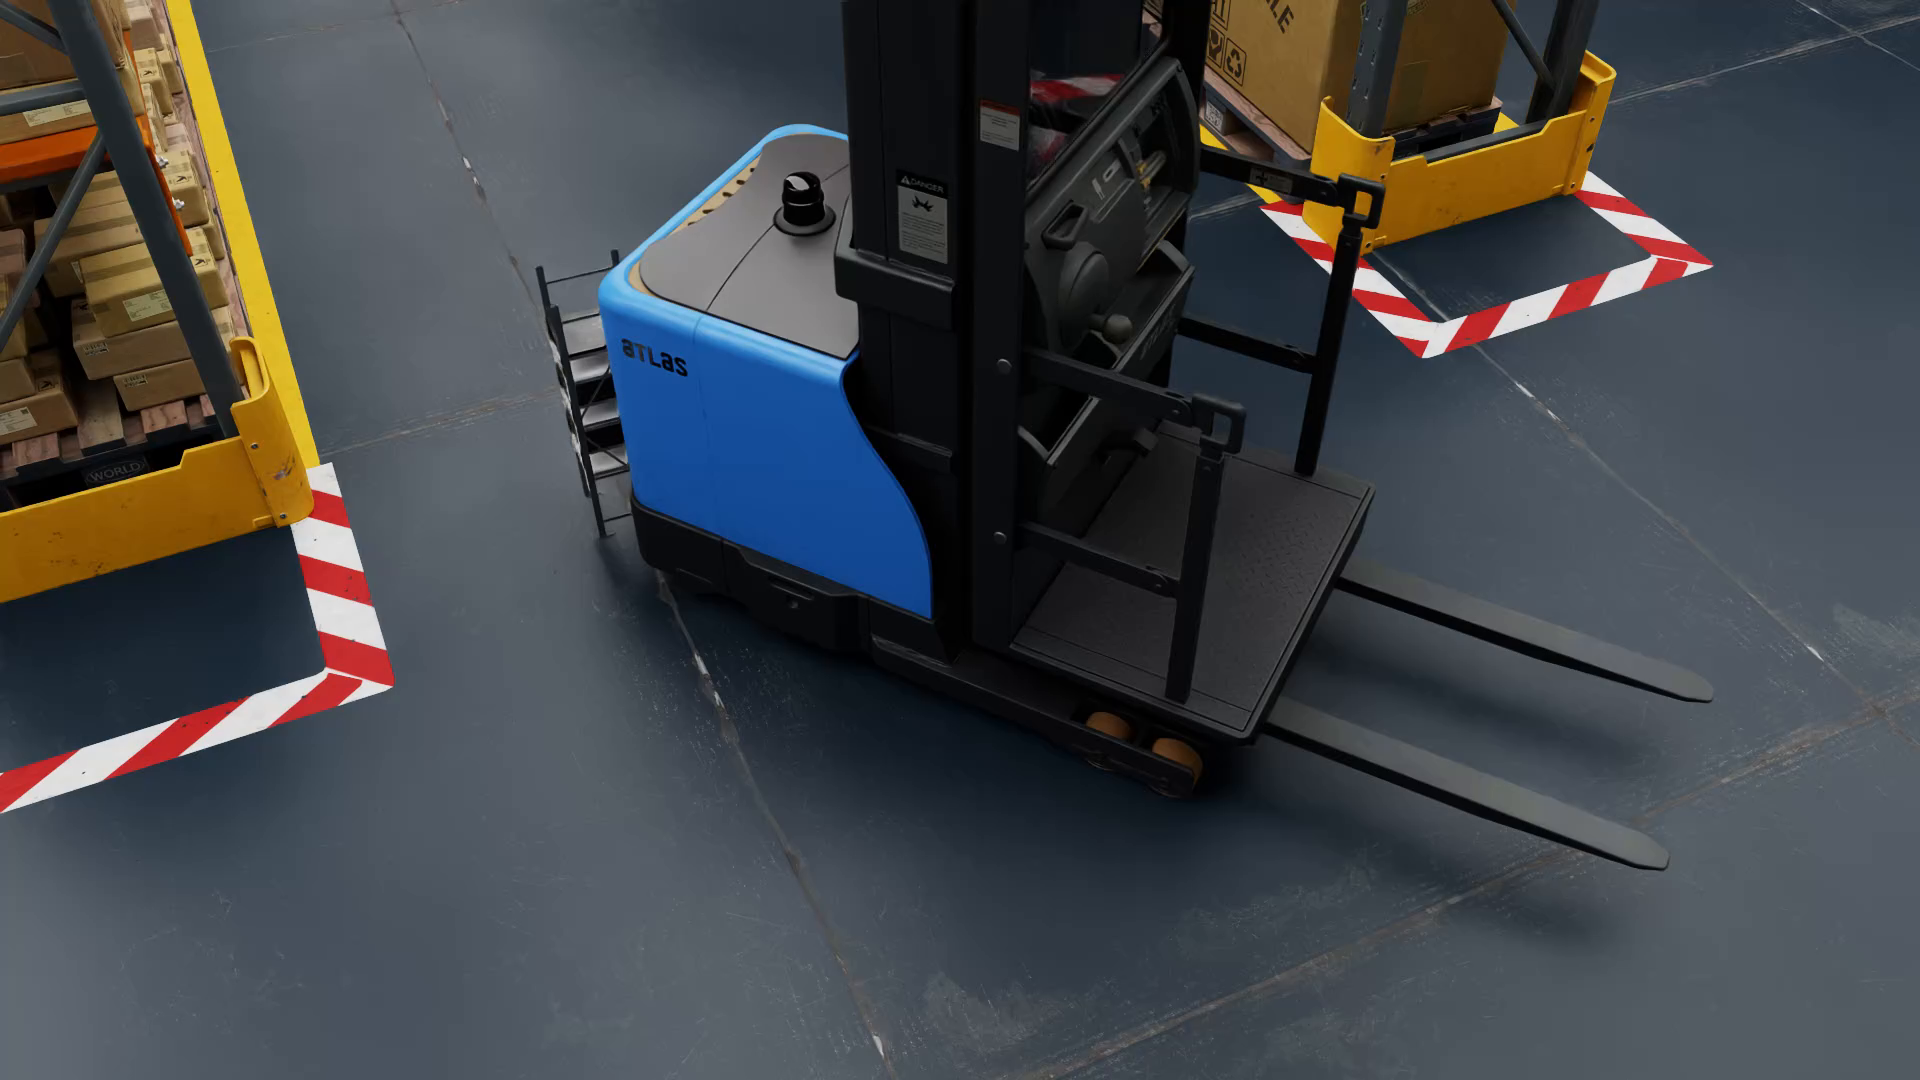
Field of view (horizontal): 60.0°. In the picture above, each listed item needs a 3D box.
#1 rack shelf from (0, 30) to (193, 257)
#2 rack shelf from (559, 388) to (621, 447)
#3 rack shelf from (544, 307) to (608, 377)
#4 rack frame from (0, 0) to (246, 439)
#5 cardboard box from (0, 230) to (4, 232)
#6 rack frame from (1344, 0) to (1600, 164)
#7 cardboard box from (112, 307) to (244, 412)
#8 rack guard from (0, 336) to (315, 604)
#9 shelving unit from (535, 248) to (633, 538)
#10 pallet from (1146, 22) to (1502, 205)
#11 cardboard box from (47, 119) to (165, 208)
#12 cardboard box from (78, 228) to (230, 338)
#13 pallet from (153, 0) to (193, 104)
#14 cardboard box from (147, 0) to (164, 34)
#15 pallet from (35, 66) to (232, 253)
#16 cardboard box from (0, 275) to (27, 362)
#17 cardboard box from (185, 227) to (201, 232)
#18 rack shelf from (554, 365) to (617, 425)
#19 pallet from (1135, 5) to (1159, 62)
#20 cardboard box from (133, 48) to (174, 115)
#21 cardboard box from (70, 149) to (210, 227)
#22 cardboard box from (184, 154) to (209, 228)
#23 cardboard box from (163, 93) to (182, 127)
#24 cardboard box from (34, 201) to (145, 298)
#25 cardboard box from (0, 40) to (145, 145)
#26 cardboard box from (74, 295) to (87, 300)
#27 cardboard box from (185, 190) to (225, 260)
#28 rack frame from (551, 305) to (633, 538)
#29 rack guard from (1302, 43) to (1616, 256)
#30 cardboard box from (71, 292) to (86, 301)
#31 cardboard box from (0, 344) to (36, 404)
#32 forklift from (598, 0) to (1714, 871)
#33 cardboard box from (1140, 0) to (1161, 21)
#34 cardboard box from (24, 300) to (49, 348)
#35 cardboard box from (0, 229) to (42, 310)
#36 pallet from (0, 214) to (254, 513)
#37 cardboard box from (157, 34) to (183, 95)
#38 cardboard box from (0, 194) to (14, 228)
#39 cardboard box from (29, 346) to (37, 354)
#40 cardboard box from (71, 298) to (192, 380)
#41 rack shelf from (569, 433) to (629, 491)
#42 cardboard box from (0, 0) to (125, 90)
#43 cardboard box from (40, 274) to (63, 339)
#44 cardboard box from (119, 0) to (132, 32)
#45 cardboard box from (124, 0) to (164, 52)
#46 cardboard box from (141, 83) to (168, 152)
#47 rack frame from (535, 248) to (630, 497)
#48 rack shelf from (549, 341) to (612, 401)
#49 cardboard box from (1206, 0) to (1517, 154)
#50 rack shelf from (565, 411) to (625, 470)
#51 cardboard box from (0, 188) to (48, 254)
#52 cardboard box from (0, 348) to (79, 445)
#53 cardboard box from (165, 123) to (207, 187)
[{"bbox_3d":[-3.470,-2.050,5.704,1.077,0.370,4.000,-18,47,-17],"label":"rack shelf"},{"bbox_3d":[-1.066,-0.403,5.065,0.258,0.077,0.200,-16,47,-16],"label":"rack shelf"},{"bbox_3d":[-1.066,-0.595,4.875,0.258,0.077,0.200,-16,47,-16],"label":"rack shelf"},{"bbox_3d":[-2.629,-1.032,4.160,1.000,3.000,0.127,-18,47,-17],"label":"rack frame"},{"bbox_3d":[-3.330,-0.855,5.500,0.380,0.149,0.250,-20,48,-19],"label":"cardboard box"},{"bbox_3d":[1.914,-2.432,5.579,1.000,3.000,0.127,-18,47,-17],"label":"rack frame"},{"bbox_3d":[-2.559,-0.595,5.448,0.380,0.149,0.250,-17,47,-17],"label":"cardboard box"},{"bbox_3d":[-2.661,-0.190,5.087,1.175,0.500,0.348,-18,47,-17],"label":"rack guard"},{"bbox_3d":[-1.066,-0.426,5.042,0.258,0.900,0.210,-16,47,-16],"label":"shelving unit"},{"bbox_3d":[1.507,-1.926,7.051,1.003,0.211,1.213,-18,47,-17],"label":"pallet"},{"bbox_3d":[-2.935,-1.284,5.723,0.380,0.149,0.250,-20,48,-19],"label":"cardboard box"},{"bbox_3d":[-2.541,-0.812,5.245,0.380,0.149,0.250,-20,48,-19],"label":"cardboard box"},{"bbox_3d":[-3.996,-2.170,7.299,1.003,0.211,1.213,-18,47,-17],"label":"pallet"},{"bbox_3d":[-3.634,-2.226,7.102,0.380,0.149,0.250,-20,48,-19],"label":"cardboard box"},{"bbox_3d":[-3.479,-1.392,6.510,1.003,0.211,1.213,-18,47,-17],"label":"pallet"},{"bbox_3d":[-3.081,-0.641,5.071,0.380,0.149,0.250,-18,47,-17],"label":"cardboard box"},{"bbox_3d":[-2.680,-0.873,5.518,0.380,0.149,0.250,-18,47,-18],"label":"cardboard box"},{"bbox_3d":[-1.066,-0.467,5.002,0.258,0.077,0.200,-16,47,-16],"label":"rack shelf"},{"bbox_3d":[0.998,-2.702,7.838,1.003,0.211,1.213,-18,47,-17],"label":"pallet"},{"bbox_3d":[-3.112,-1.645,6.089,0.380,0.149,0.250,-17,47,-17],"label":"cardboard box"},{"bbox_3d":[-2.756,-1.151,5.588,0.380,0.149,0.250,-18,47,-18],"label":"cardboard box"},{"bbox_3d":[-2.873,-1.198,5.848,0.380,0.149,0.250,-17,47,-16],"label":"cardboard box"},{"bbox_3d":[-3.221,-1.577,6.443,0.380,0.149,0.250,-18,47,-17],"label":"cardboard box"},{"bbox_3d":[-2.766,-0.952,5.387,0.380,0.149,0.250,-17,47,-17],"label":"cardboard box"},{"bbox_3d":[-2.468,-1.245,4.555,0.380,0.149,0.250,-18,48,-18],"label":"cardboard box"},{"bbox_3d":[-2.743,-0.737,5.592,0.380,0.149,0.250,-18,47,-18],"label":"cardboard box"},{"bbox_3d":[-2.862,-1.089,5.949,0.380,0.149,0.250,-17,47,-17],"label":"cardboard box"},{"bbox_3d":[-1.027,-0.361,4.975,0.240,0.900,0.006,-16,47,-16],"label":"rack frame"},{"bbox_3d":[1.924,-1.527,6.442,1.175,0.500,0.348,-18,47,-17],"label":"rack guard"},{"bbox_3d":[-2.854,-0.894,5.751,0.380,0.149,0.250,-18,47,-17],"label":"cardboard box"},{"bbox_3d":[-3.110,-0.524,5.165,0.380,0.149,0.250,-19,48,-18],"label":"cardboard box"},{"bbox_3d":[0.560,-0.772,3.946,3.031,2.935,1.130,20,48,19],"label":"forklift"},{"bbox_3d":[1.190,-2.789,7.155,0.875,0.875,0.875,-18,47,-17],"label":"cardboard box"},{"bbox_3d":[-3.171,-0.707,5.350,0.380,0.149,0.250,-19,48,-18],"label":"cardboard box"},{"bbox_3d":[-3.135,-0.818,5.250,0.380,0.149,0.250,-17,47,-17],"label":"cardboard box"},{"bbox_3d":[-2.970,-0.616,5.724,1.003,0.211,1.213,-18,47,-17],"label":"pallet"},{"bbox_3d":[-3.401,-1.906,6.777,0.380,0.149,0.250,-18,47,-17],"label":"cardboard box"},{"bbox_3d":[-3.410,-1.129,5.566,0.380,0.149,0.250,-20,48,-19],"label":"cardboard box"},{"bbox_3d":[-3.239,-0.574,5.427,0.380,0.149,0.250,-17,47,-16],"label":"cardboard box"},{"bbox_3d":[-2.616,-0.682,5.324,0.380,0.149,0.250,-16,47,-16],"label":"cardboard box"},{"bbox_3d":[-1.066,-0.275,5.191,0.258,0.077,0.200,-16,47,-16],"label":"rack shelf"},{"bbox_3d":[-2.567,-1.541,4.393,0.500,0.500,0.500,-16,47,-16],"label":"cardboard box"},{"bbox_3d":[-3.272,-0.768,5.623,0.380,0.149,0.250,-18,47,-18],"label":"cardboard box"},{"bbox_3d":[-2.677,-1.583,4.897,0.380,0.149,0.250,-19,48,-19],"label":"cardboard box"},{"bbox_3d":[-3.310,-1.968,6.416,0.380,0.149,0.250,-20,48,-19],"label":"cardboard box"},{"bbox_3d":[-3.043,-1.464,5.905,0.380,0.149,0.250,-16,47,-16],"label":"cardboard box"},{"bbox_3d":[-1.105,-0.492,5.108,0.240,0.900,0.006,-16,47,-16],"label":"rack frame"},{"bbox_3d":[-1.066,-0.531,4.939,0.258,0.077,0.200,-16,47,-16],"label":"rack shelf"},{"bbox_3d":[1.572,-2.209,6.567,0.875,0.875,0.875,-18,47,-17],"label":"cardboard box"},{"bbox_3d":[-1.066,-0.339,5.128,0.258,0.077,0.200,-16,47,-16],"label":"rack shelf"},{"bbox_3d":[-3.349,-1.057,5.704,0.380,0.149,0.250,-19,48,-18],"label":"cardboard box"},{"bbox_3d":[-3.039,-0.440,5.291,0.380,0.149,0.250,-17,47,-17],"label":"cardboard box"},{"bbox_3d":[-3.081,-1.408,6.272,0.380,0.149,0.250,-20,48,-19],"label":"cardboard box"}]
